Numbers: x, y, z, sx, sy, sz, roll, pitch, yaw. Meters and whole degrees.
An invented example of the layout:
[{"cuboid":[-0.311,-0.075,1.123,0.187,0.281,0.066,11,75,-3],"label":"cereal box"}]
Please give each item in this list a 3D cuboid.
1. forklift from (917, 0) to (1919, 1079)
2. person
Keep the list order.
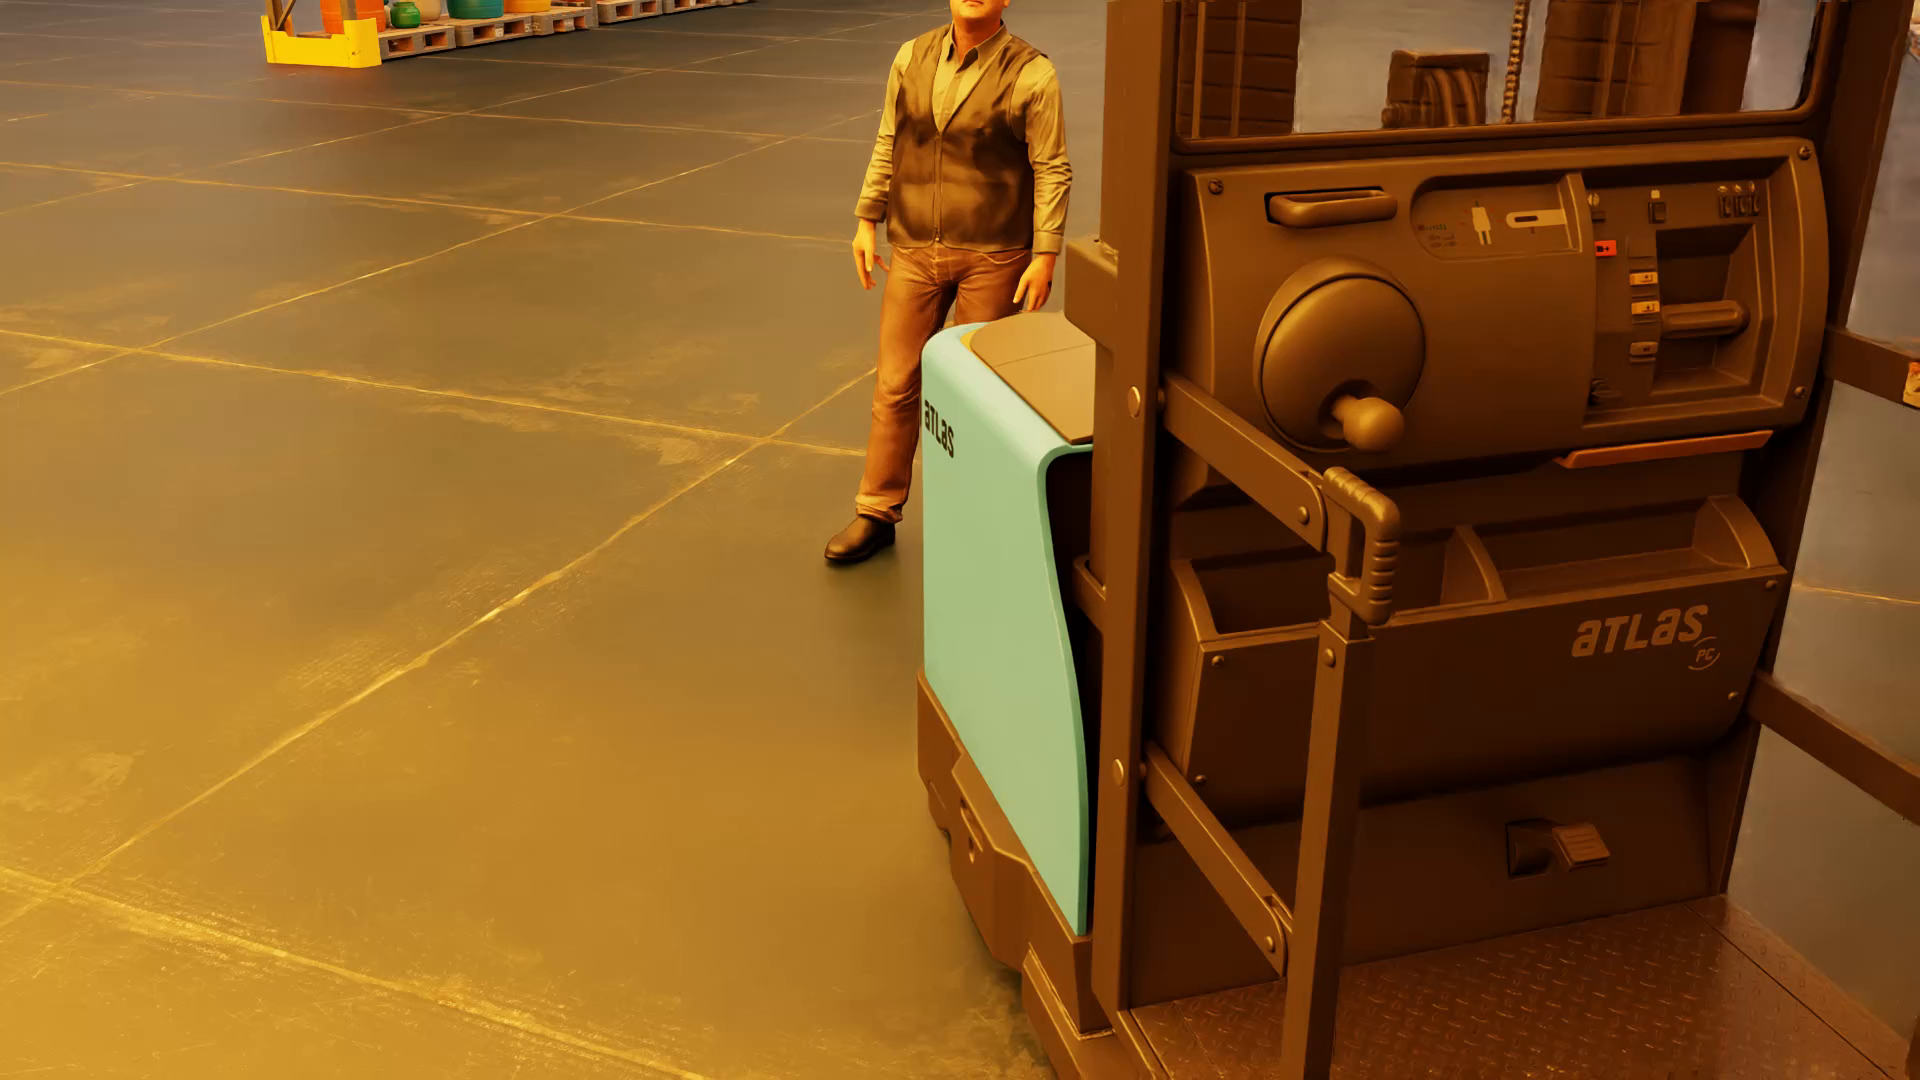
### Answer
[{"cuboid":[0.809,-0.301,2.013,1.130,2.935,3.031,-6,24,-15],"label":"forklift"},{"cuboid":[-0.031,-0.780,4.708,0.632,1.720,0.568,9,24,21],"label":"person"}]
